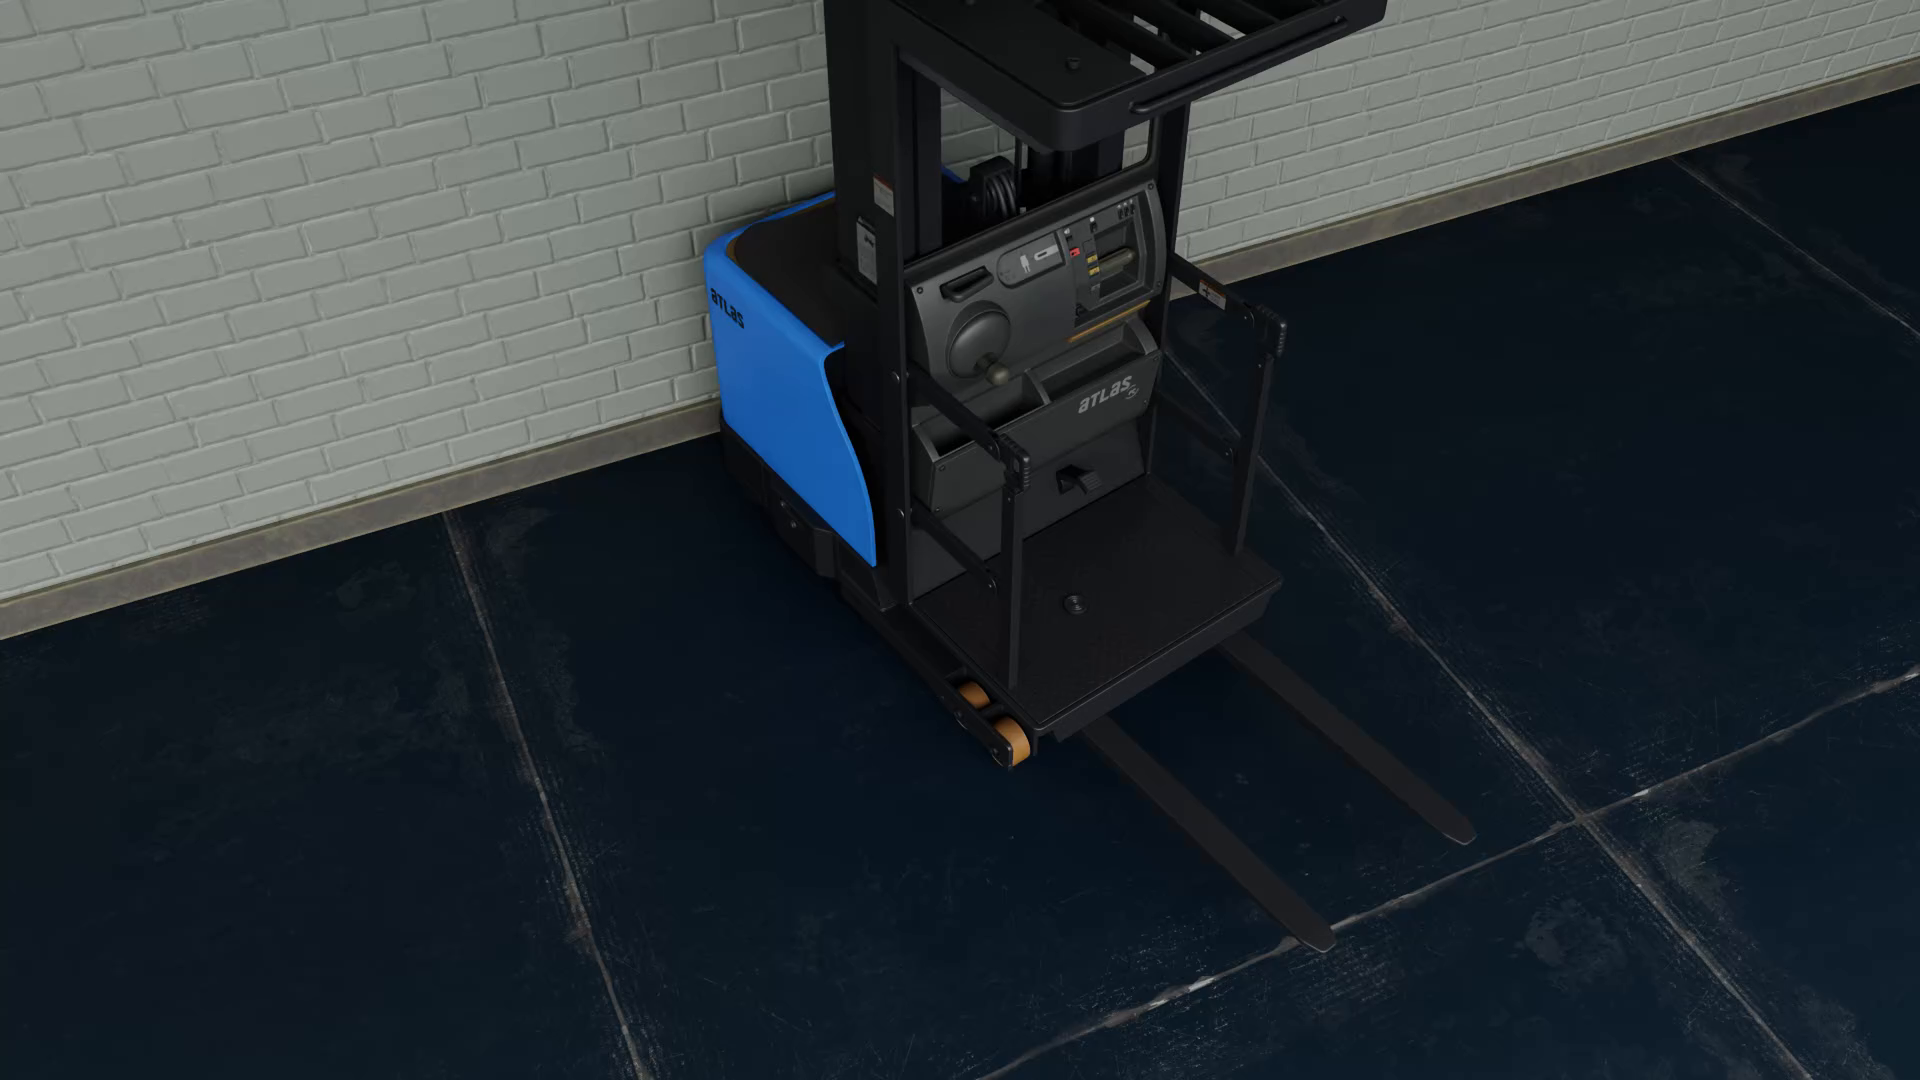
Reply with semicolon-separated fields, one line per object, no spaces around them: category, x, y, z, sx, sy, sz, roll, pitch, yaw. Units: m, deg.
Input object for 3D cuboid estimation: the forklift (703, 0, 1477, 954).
forklift;0.381;-0.693;4.865;1.130;2.935;3.031;-28;51;-26
